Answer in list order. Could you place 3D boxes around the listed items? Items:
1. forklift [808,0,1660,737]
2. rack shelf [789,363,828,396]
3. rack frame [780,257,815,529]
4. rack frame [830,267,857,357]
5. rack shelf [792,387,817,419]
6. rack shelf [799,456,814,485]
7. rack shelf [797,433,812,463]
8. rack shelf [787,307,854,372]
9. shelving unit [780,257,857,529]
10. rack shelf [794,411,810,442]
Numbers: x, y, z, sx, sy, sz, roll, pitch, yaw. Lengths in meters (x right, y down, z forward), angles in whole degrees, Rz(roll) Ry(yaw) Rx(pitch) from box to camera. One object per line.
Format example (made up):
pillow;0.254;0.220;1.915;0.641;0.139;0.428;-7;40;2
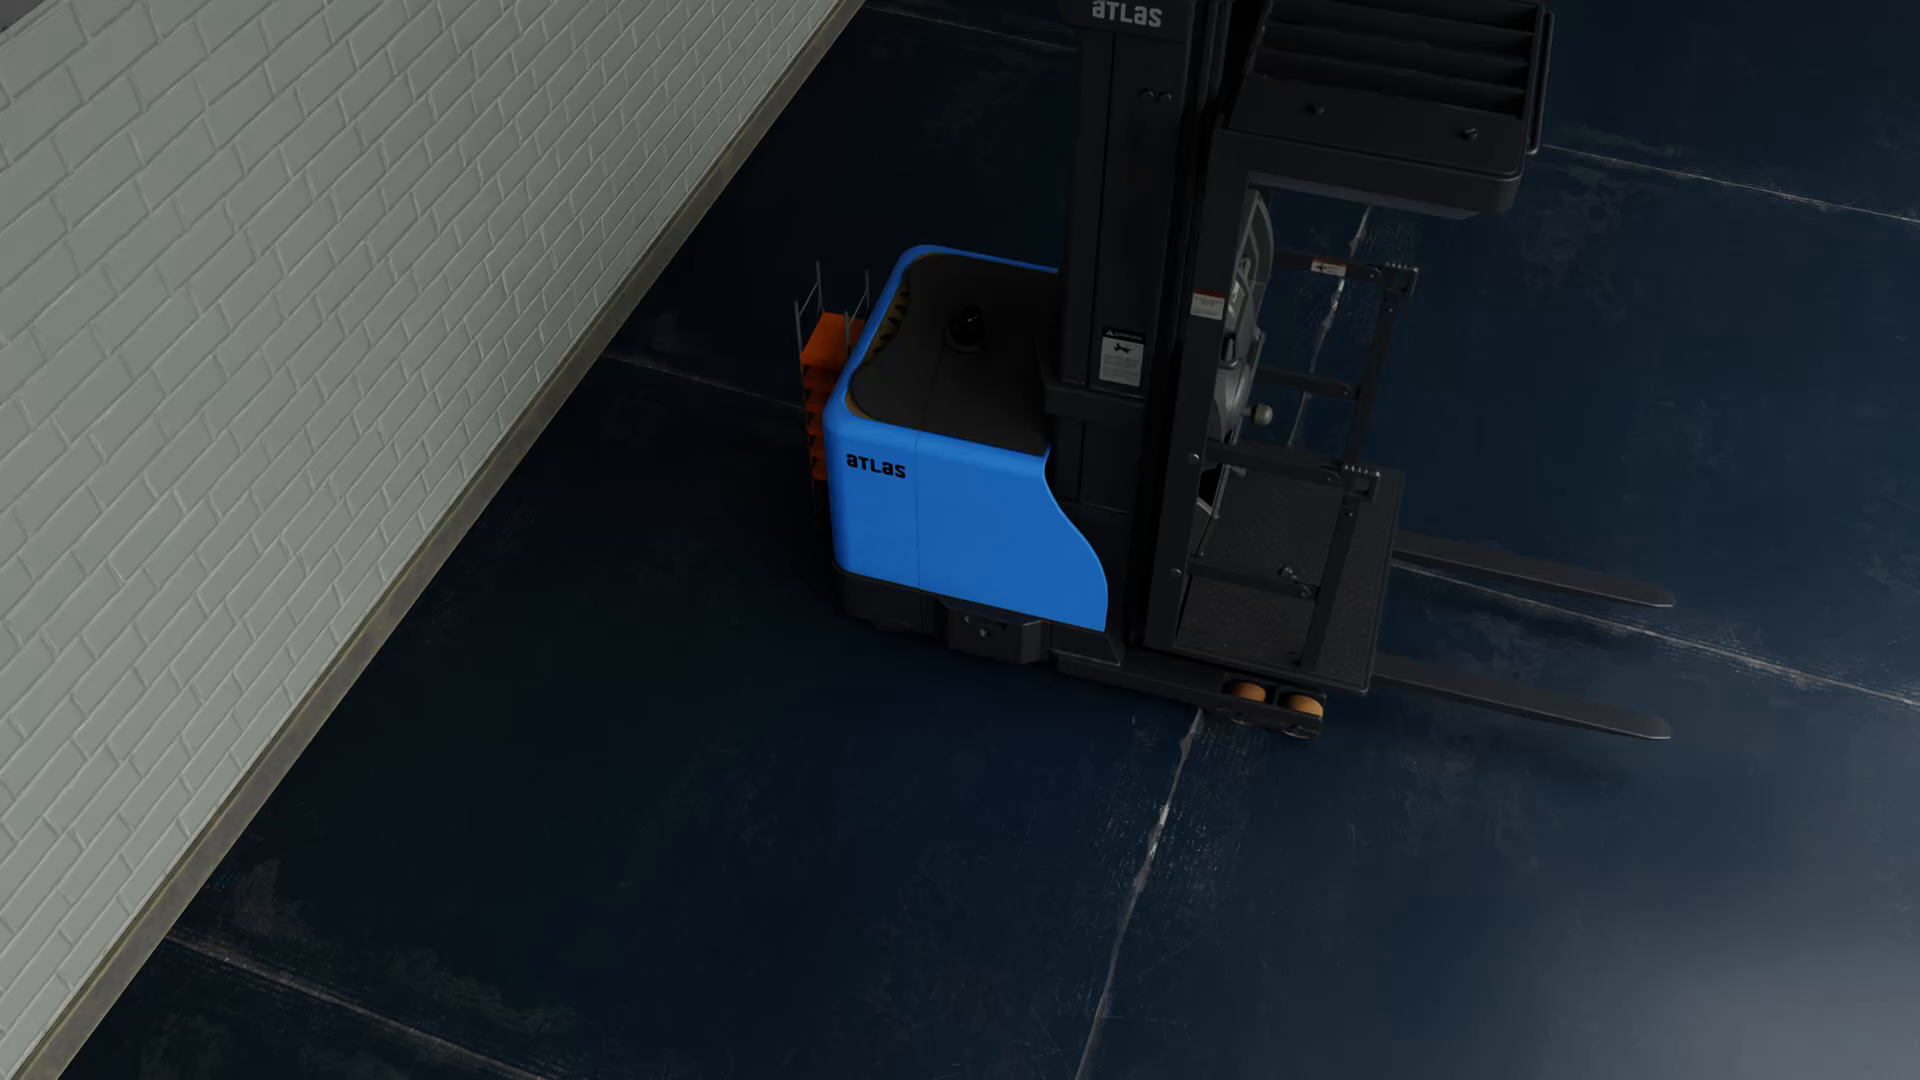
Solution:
forklift;1.046;-0.710;5.292;3.031;2.935;1.130;13;50;11
rack shelf;-0.497;-0.632;6.111;0.180;0.103;0.258;13;50;11
rack frame;-0.584;-0.523;6.276;0.006;1.200;0.240;13;50;11
rack frame;-0.409;-0.484;6.242;0.006;1.200;0.240;13;50;11
rack shelf;-0.497;-0.553;6.202;0.180;0.103;0.258;13;50;11
rack shelf;-0.496;-0.317;6.474;0.180;0.103;0.258;13;50;11
rack shelf;-0.497;-0.396;6.383;0.180;0.103;0.258;13;50;11
rack shelf;-0.496;-0.710;6.021;0.180;0.103;0.258;13;50;11
shelving unit;-0.497;-0.504;6.259;0.189;1.200;0.258;13;50;11
rack shelf;-0.497;-0.474;6.293;0.180;0.103;0.258;13;50;11
